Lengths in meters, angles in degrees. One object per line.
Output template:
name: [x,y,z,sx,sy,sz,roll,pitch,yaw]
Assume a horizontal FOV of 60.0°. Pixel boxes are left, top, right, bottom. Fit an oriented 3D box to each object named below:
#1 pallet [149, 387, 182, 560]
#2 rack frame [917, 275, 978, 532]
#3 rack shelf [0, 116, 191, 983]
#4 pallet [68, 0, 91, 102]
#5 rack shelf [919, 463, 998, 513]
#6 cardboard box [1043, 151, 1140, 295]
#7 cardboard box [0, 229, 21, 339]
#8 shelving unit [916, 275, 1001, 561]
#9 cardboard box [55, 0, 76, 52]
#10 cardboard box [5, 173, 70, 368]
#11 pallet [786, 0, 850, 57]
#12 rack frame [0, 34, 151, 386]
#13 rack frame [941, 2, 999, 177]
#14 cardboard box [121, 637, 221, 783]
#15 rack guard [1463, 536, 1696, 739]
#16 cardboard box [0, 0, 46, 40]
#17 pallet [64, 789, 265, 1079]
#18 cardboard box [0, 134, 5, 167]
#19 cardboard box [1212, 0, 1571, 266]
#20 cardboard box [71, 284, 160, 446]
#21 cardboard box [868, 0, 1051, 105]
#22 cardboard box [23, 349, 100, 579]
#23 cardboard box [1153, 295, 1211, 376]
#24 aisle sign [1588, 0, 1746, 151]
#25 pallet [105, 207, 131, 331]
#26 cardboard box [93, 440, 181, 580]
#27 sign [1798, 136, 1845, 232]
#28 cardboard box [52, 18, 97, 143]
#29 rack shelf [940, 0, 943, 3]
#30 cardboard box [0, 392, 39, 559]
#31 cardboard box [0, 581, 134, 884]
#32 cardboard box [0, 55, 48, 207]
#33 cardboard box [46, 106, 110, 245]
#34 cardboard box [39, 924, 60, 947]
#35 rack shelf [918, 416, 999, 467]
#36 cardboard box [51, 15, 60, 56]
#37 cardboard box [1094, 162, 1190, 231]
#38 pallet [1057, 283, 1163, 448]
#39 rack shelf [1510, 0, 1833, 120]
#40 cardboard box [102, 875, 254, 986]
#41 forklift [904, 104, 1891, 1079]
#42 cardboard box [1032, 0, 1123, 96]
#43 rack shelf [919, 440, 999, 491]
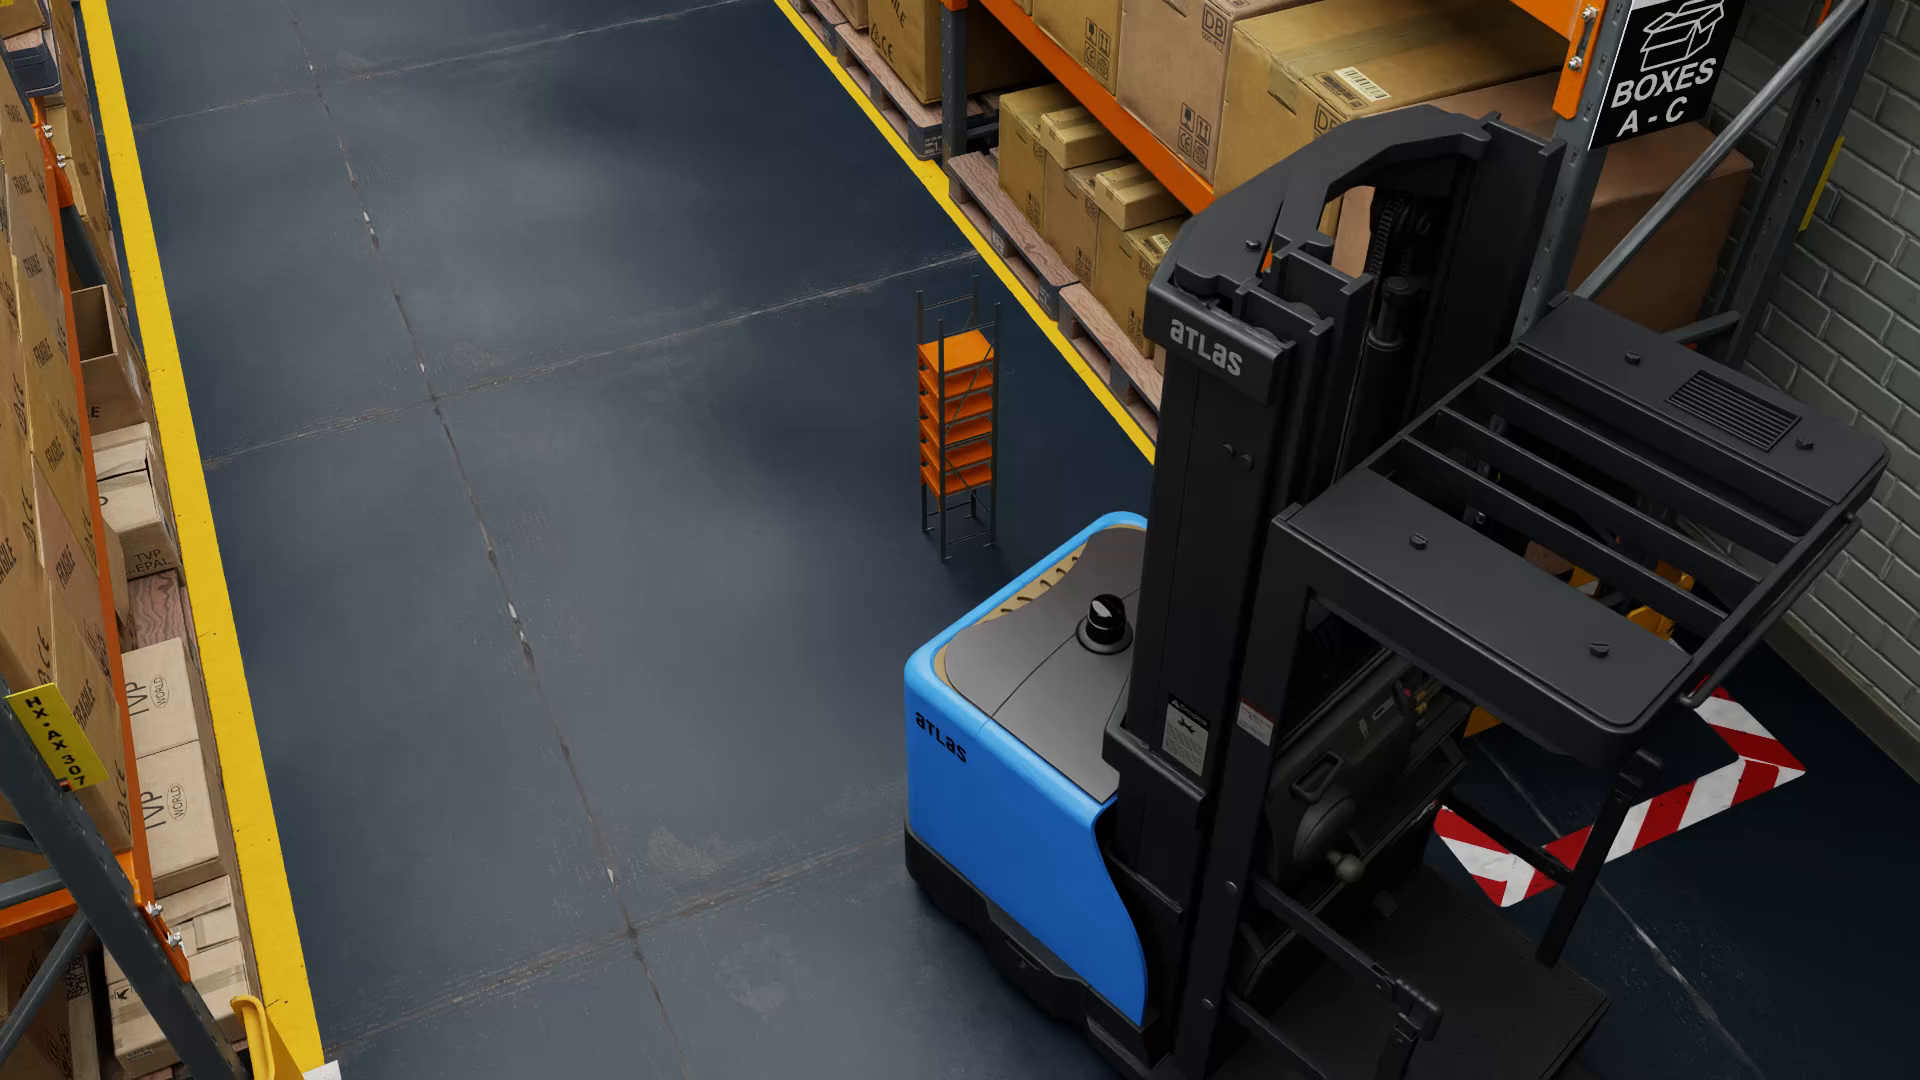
pallet: [-3.820,-0.222,6.825,1.003,0.211,1.213,-18,47,-17]
rack frame: [-0.045,-0.495,6.397,0.240,1.200,0.006,-18,47,-17]
rack shelf: [-3.267,-0.122,5.250,1.077,0.370,4.000,-18,47,-17]
pallet: [-5.510,-2.722,9.358,1.003,0.211,1.213,-18,47,-17]
rack shelf: [-0.006,-0.234,6.538,0.258,0.103,0.180,-18,47,-17]
cardboard box: [0.815,-1.549,7.665,0.700,0.500,0.500,-18,48,-18]
cardboard box: [-3.020,-0.830,4.673,0.500,0.500,0.500,-18,48,-18]
shelving unit: [-0.006,-0.436,6.338,0.258,1.200,0.189,-18,47,-17]
cardboard box: [-5.183,-2.942,9.062,0.500,0.500,0.500,-16,47,-16]
cardboard box: [-3.229,-0.790,5.344,0.500,0.500,0.500,-17,47,-17]
pallet: [-0.524,-3.373,10.018,1.003,0.211,1.213,-18,47,-17]
rack frame: [-4.108,-1.652,6.289,1.000,3.000,0.127,-18,47,-17]
rack frame: [0.385,-3.118,7.774,1.000,3.000,0.127,-18,47,-17]
cardboard box: [-2.817,0.651,5.599,0.500,0.250,0.500,-18,47,-17]
rack guard: [2.077,0.336,6.053,1.175,0.500,0.348,-18,47,-17]
cardboard box: [-4.104,-2.205,6.479,0.700,0.500,0.500,-34,54,-30]
pallet: [-2.794,1.333,5.249,1.003,0.211,1.213,-18,47,-17]
cardboard box: [-3.442,-1.472,5.324,0.500,0.500,0.500,-19,48,-18]
cardboard box: [1.528,-1.458,5.878,0.980,0.700,0.700,-18,48,-18]
cardboard box: [-3.611,-0.640,6.729,0.500,0.500,0.500,-18,47,-17]
cardboard box: [-0.006,-2.878,8.762,0.750,0.750,0.750,-18,47,-17]
cardboard box: [-2.803,-0.148,4.693,0.500,0.500,0.500,-18,47,-18]
cardboard box: [1.260,-0.884,6.991,0.700,0.500,0.500,-19,48,-19]
aisle sign: [1.825,-1.360,4.141,0.394,0.787,0.004,-18,47,-17]
pallet: [-4.484,-1.167,7.782,1.003,0.211,1.213,-18,47,-17]
cardboard box: [-3.295,-0.095,6.311,0.500,0.311,0.500,-18,47,-17]
sign: [2.573,-1.065,5.021,0.100,0.325,0.005,-18,47,-17]
cardboard box: [-4.740,-2.279,8.391,0.500,0.500,0.500,-20,48,-19]
rack shelf: [-0.456,-4.136,9.318,1.077,0.370,4.000,-18,47,-17]
cardboard box: [-2.600,-0.186,4.020,0.500,0.500,0.500,-18,47,-17]
cardboard box: [-2.373,0.500,4.036,0.500,0.500,0.500,-17,47,-17]
cardboard box: [-3.665,-1.445,6.008,0.500,0.500,0.500,-17,47,-17]
cardboard box: [-4.324,-1.636,7.739,0.500,0.500,0.500,-17,47,-17]
cardboard box: [-2.967,1.190,5.112,0.380,0.166,0.250,-18,47,-17]
rack shelf: [-0.006,-0.405,6.369,0.258,0.103,0.180,-18,47,-17]
cardboard box: [-4.722,-2.523,8.104,0.500,0.250,0.500,-19,48,-18]
cardboard box: [0.805,-1.497,7.150,0.380,0.149,0.250,-19,48,-19]
pallet: [1.151,-0.839,7.450,1.003,0.211,1.213,-18,47,-17]
rack shelf: [1.226,-2.655,5.681,1.077,0.370,4.000,-18,47,-17]
cardboard box: [-2.395,1.221,5.081,0.380,0.166,0.250,-18,47,-17]
forklift: [1.209,0.579,4.076,1.130,2.935,3.031,-35,54,-30]
cardboard box: [0.901,-2.407,6.840,0.980,0.700,0.700,-19,48,-18]
rack shelf: [-0.006,-0.319,6.453,0.258,0.103,0.180,-18,47,-17]
